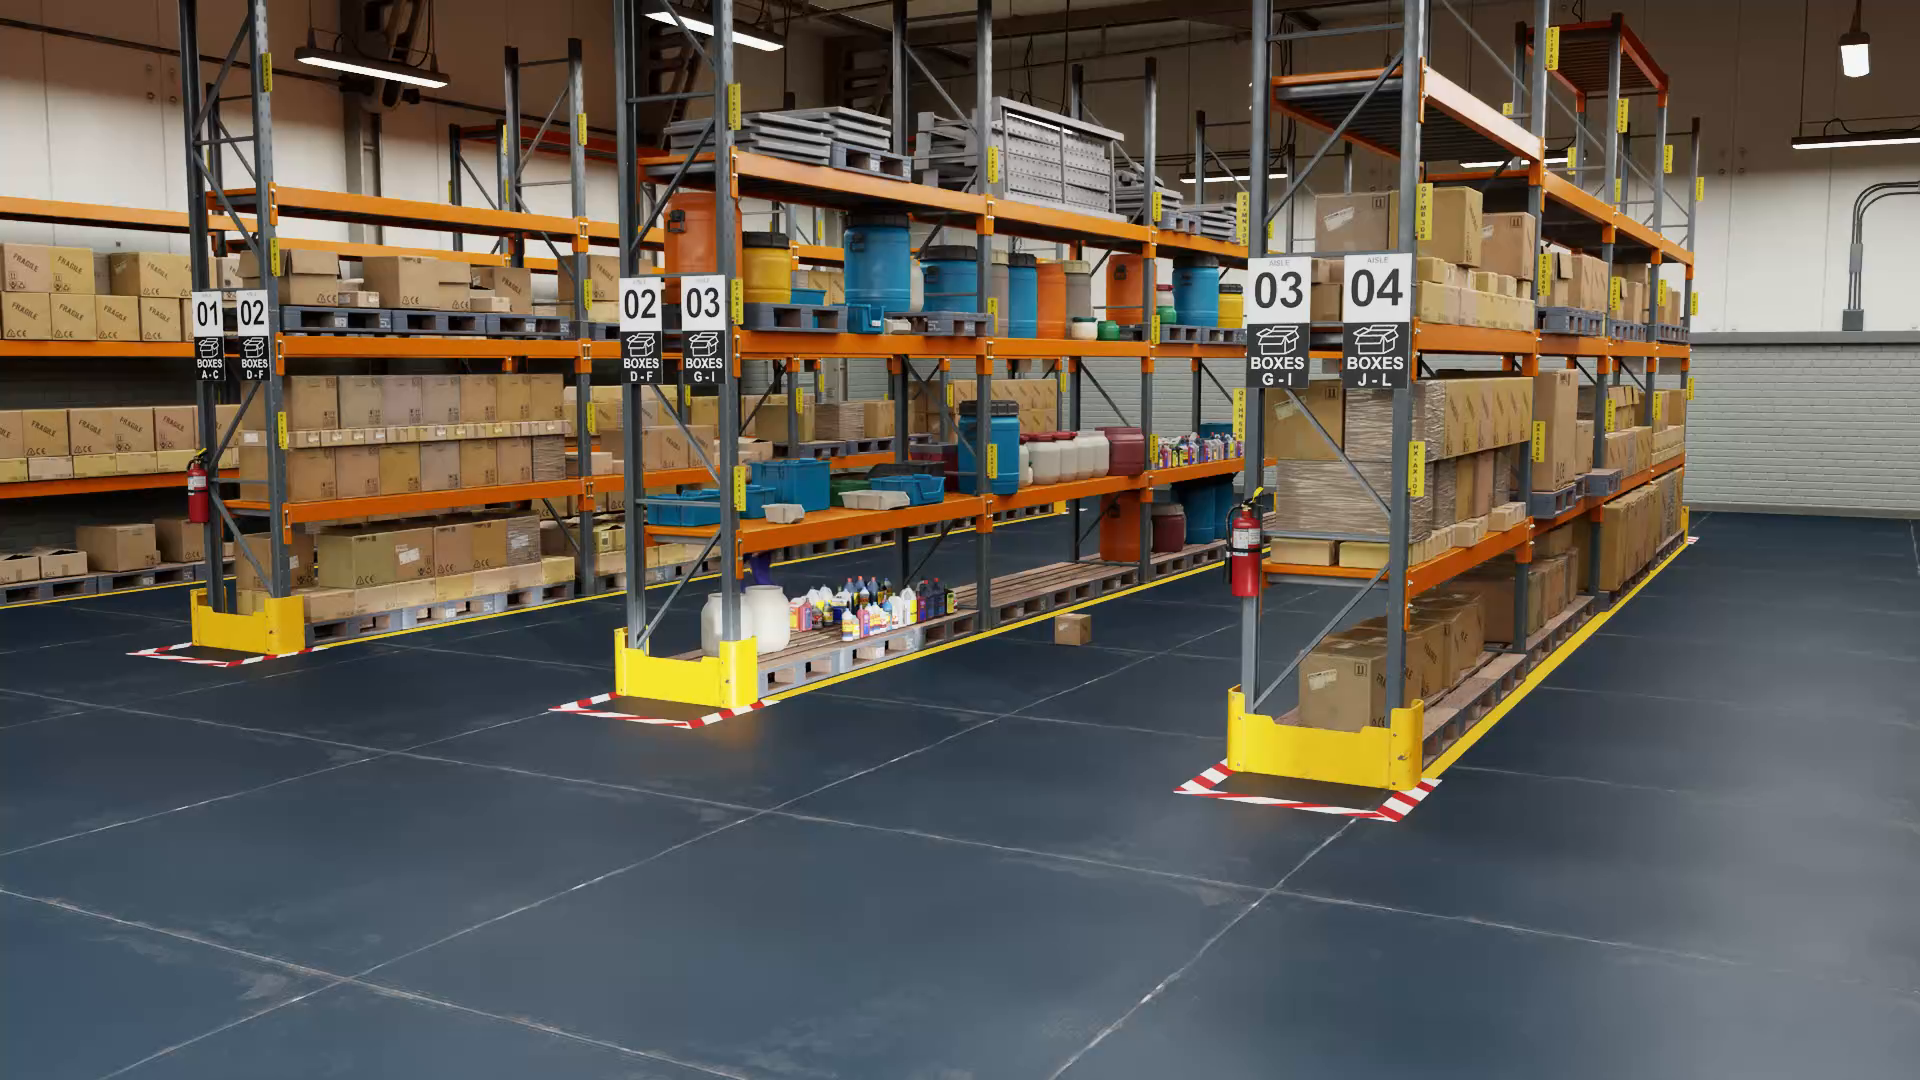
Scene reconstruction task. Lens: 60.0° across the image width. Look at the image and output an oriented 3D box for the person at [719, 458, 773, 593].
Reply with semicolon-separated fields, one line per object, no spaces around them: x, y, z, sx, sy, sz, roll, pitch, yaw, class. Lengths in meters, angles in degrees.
-2.059;0.044;16.098;0.516;1.639;0.822;4;7;31;person
